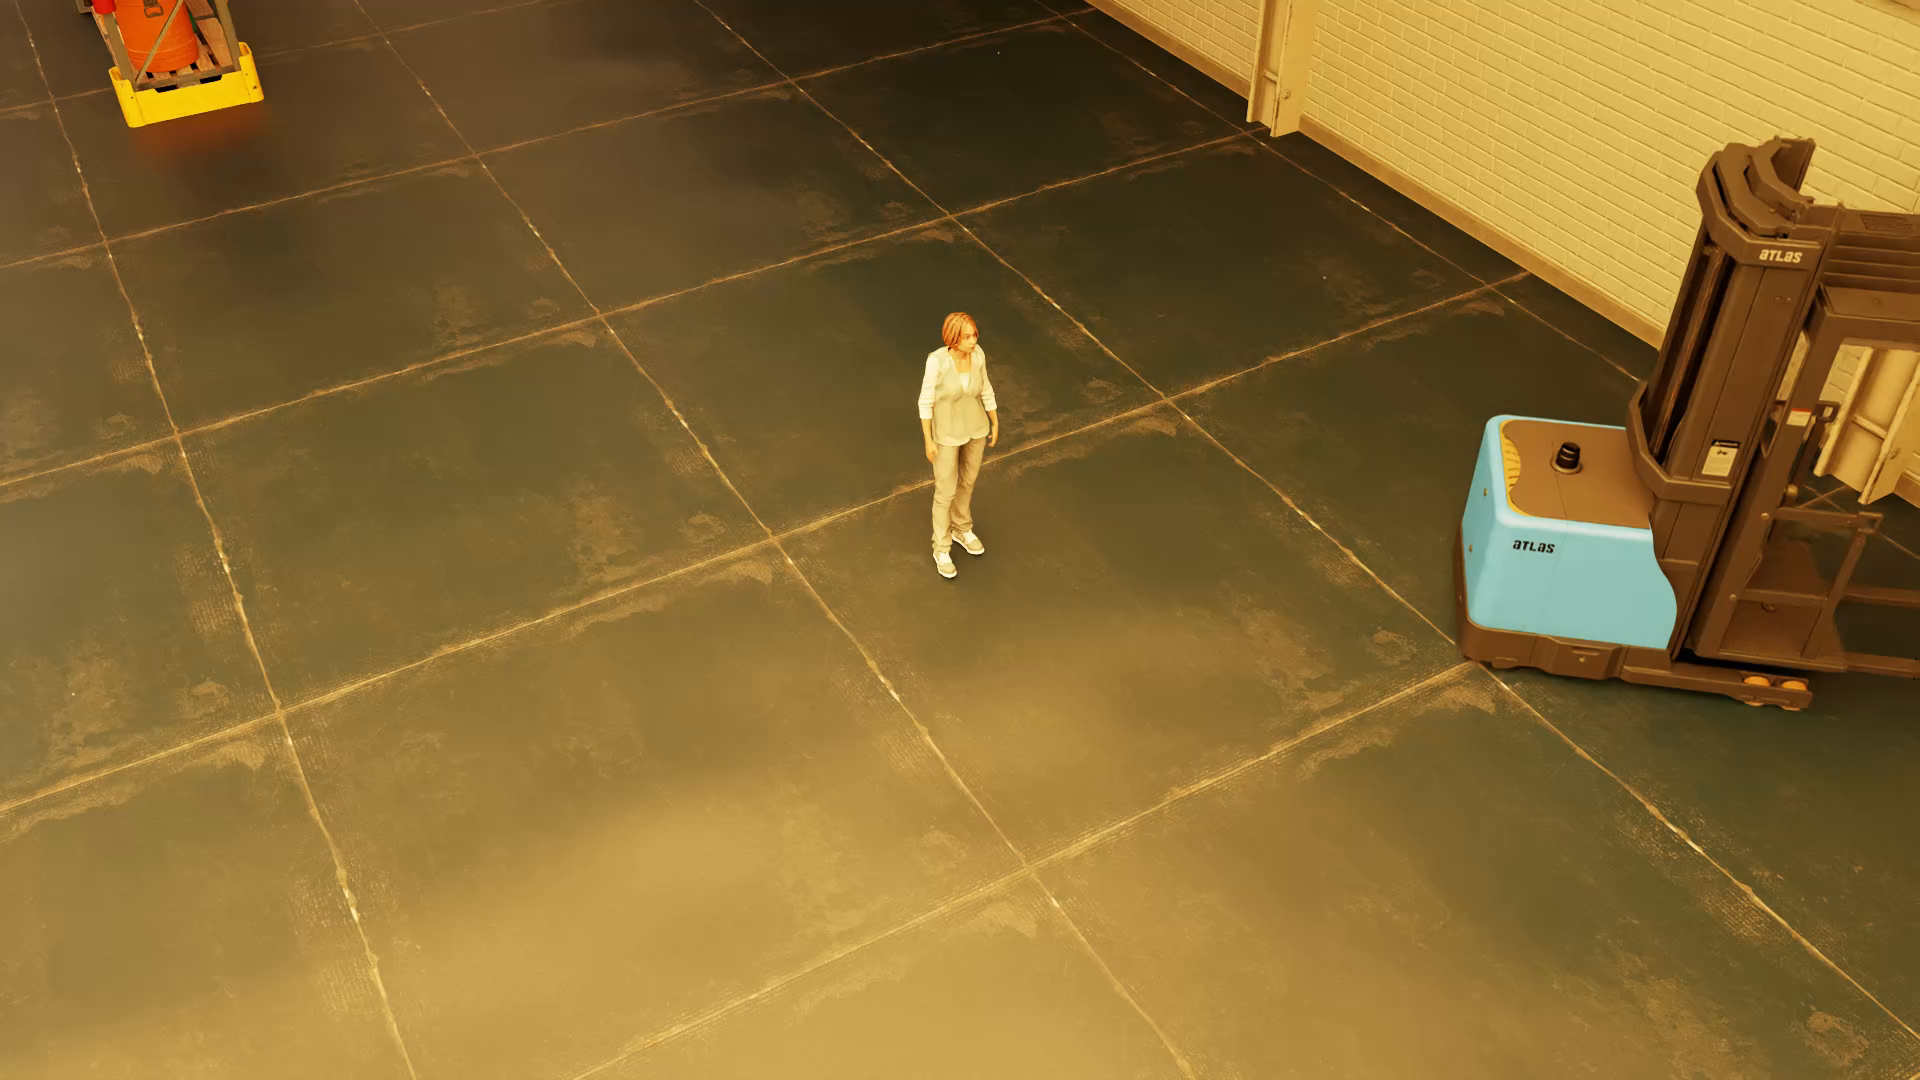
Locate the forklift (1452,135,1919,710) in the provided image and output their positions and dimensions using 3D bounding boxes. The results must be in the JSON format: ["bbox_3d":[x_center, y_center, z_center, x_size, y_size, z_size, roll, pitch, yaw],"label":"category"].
[{"bbox_3d":[4.411,-0.556,8.707,3.031,2.935,1.130,7,40,8],"label":"forklift"}]

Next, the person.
[{"bbox_3d":[0.025,-0.575,9.763,0.521,1.596,0.475,-20,44,-23],"label":"person"}]
